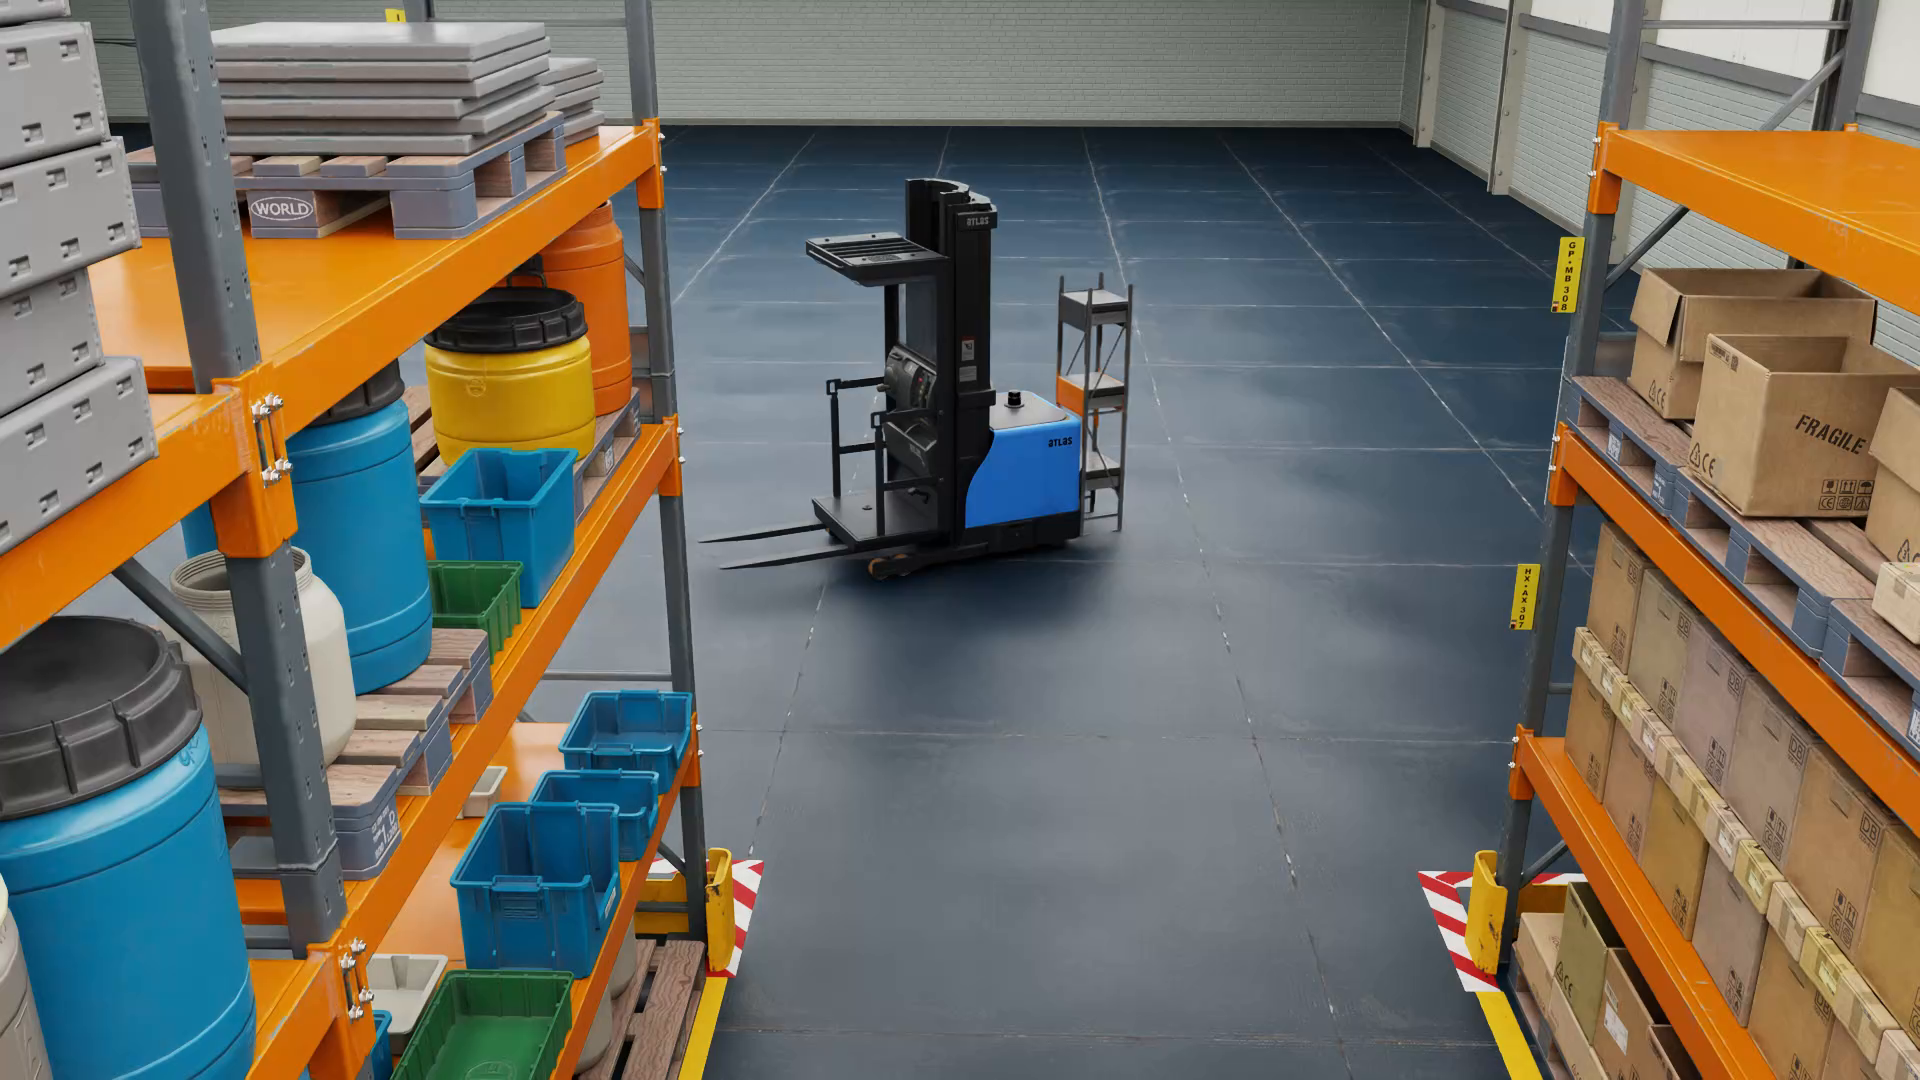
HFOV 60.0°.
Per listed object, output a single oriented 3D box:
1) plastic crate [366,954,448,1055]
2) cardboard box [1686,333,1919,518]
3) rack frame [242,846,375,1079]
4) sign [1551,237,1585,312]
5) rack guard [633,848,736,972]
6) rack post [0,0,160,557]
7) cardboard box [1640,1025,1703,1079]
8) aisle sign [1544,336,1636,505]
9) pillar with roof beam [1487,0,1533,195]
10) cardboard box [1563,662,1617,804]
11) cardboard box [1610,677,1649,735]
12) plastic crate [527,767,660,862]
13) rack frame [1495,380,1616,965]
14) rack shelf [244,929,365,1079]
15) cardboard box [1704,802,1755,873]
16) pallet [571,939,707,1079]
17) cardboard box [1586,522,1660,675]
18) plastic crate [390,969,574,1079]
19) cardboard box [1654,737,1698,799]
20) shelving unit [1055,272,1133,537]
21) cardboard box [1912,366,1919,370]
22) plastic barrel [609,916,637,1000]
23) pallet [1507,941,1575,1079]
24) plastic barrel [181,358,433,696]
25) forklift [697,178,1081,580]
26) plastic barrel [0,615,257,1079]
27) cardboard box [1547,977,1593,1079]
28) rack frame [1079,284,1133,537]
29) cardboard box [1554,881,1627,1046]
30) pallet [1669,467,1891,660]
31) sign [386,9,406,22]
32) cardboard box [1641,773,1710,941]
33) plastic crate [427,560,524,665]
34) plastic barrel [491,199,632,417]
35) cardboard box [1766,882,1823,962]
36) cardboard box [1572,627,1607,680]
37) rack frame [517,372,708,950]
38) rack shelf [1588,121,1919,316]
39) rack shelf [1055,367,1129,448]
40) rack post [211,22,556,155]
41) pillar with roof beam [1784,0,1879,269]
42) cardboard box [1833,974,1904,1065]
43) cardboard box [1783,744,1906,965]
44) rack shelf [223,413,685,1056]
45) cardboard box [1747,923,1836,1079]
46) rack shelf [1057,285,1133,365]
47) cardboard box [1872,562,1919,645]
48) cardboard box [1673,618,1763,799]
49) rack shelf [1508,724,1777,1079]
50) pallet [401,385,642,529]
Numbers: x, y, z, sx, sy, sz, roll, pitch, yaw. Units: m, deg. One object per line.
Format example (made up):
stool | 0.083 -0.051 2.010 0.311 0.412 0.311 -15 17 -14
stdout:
plastic crate | -2.109 1.636 5.824 0.530 0.136 0.437 1 21 2
cardboard box | 2.844 -0.396 5.638 0.500 0.500 0.500 1 21 2
rack frame | -1.905 2.103 4.256 1.000 3.000 0.127 1 21 2
sign | 2.613 -1.139 7.146 0.100 0.325 0.005 1 21 2
rack guard | -1.739 1.850 8.363 1.175 0.500 0.348 1 21 2
rack post | -1.879 -0.074 1.297 1.013 1.000 3.121 1 21 2
cardboard box | 2.881 2.183 6.234 0.500 0.500 0.500 1 21 2
aisle sign | 2.863 -0.527 7.439 0.394 0.787 0.004 1 21 2
pillar with roof beam | 5.389 -10.494 28.427 9.100 9.000 0.400 1 21 2
cardboard box | 3.141 0.835 7.387 0.700 0.500 0.500 1 21 2
cardboard box | 2.926 0.689 6.866 0.380 0.149 0.250 1 21 2
plastic crate | -1.525 1.145 6.930 0.499 0.251 0.408 1 21 2
rack frame | 3.167 0.712 7.839 1.000 3.000 0.127 1 21 2
rack shelf | -1.966 1.763 1.980 1.077 0.370 4.000 1 21 2
cardboard box | 2.893 1.059 5.912 0.380 0.149 0.250 1 21 2
pallet | -1.769 2.278 7.659 1.003 0.211 1.213 1 21 2
cardboard box | 3.139 0.249 7.103 0.700 0.500 0.500 1 21 2
plastic crate | -1.582 1.714 5.551 0.450 0.188 0.662 1 21 2
cardboard box | 2.911 0.876 6.382 0.380 0.149 0.250 0 21 0
shelving unit | 1.087 -1.116 13.788 0.431 2.100 0.503 -9 23 -23
cardboard box | 3.396 -0.458 6.142 0.500 0.250 0.500 1 21 2
plastic barrel | -1.727 1.859 7.742 0.421 0.512 0.421 0 21 0
pallet | 3.186 2.289 7.630 1.003 0.211 1.213 1 21 2
plastic barrel | -1.768 -0.084 4.471 0.600 0.901 0.708 1 21 2
forklift | -0.576 -1.274 13.053 3.031 2.935 1.130 -9 23 -22
plastic barrel | -1.704 0.657 3.143 0.600 0.901 0.708 1 21 2
cardboard box | 2.917 2.171 7.301 0.500 0.250 0.500 1 21 2
rack frame | 1.187 -1.035 13.581 0.400 2.100 0.015 -9 23 -23
cardboard box | 2.916 1.821 7.166 0.500 0.500 0.500 1 21 2
pallet | 3.086 0.053 5.515 1.003 0.211 1.213 1 21 2
sign | -2.333 -2.050 6.956 0.100 0.325 0.005 1 21 2
cardboard box | 3.108 1.204 6.435 0.700 0.500 0.500 1 21 2
plastic crate | -1.585 0.236 5.214 0.336 0.188 0.450 1 21 2
plastic barrel | -1.671 -0.961 6.831 0.600 0.830 0.708 1 21 2
cardboard box | 2.880 1.250 5.419 0.380 0.149 0.250 1 21 3
cardboard box | 2.940 0.503 7.344 0.380 0.149 0.250 0 21 1
rack frame | -1.783 0.657 7.983 1.000 3.000 0.127 1 21 2
rack shelf | 3.107 -0.839 5.093 1.077 0.370 4.000 1 21 2
rack shelf | 1.087 -1.103 13.793 0.431 0.518 0.480 -9 23 -23
rack post | -1.811 -1.404 5.105 0.937 0.300 0.954 0 21 1
pillar with roof beam | 5.024 -6.155 17.245 9.100 9.000 0.400 1 21 2
cardboard box | 2.862 1.430 4.955 0.380 0.149 0.250 1 21 2
cardboard box | 3.083 0.983 5.210 0.700 0.500 0.500 1 21 2
rack shelf | -1.844 0.317 5.707 1.077 0.370 4.000 1 21 2
cardboard box | 3.082 1.579 5.467 0.700 0.500 0.500 1 21 2
rack shelf | 1.094 -1.756 13.542 0.431 0.518 0.480 -9 23 -23
cardboard box | 2.809 0.177 4.645 0.380 0.149 0.250 1 21 2
cardboard box | 3.114 0.621 6.143 0.700 0.500 0.500 1 21 2
rack shelf | 3.107 1.771 6.106 1.077 0.370 4.000 1 21 2
pallet | -1.906 -0.356 6.707 1.003 0.211 1.213 1 21 2
